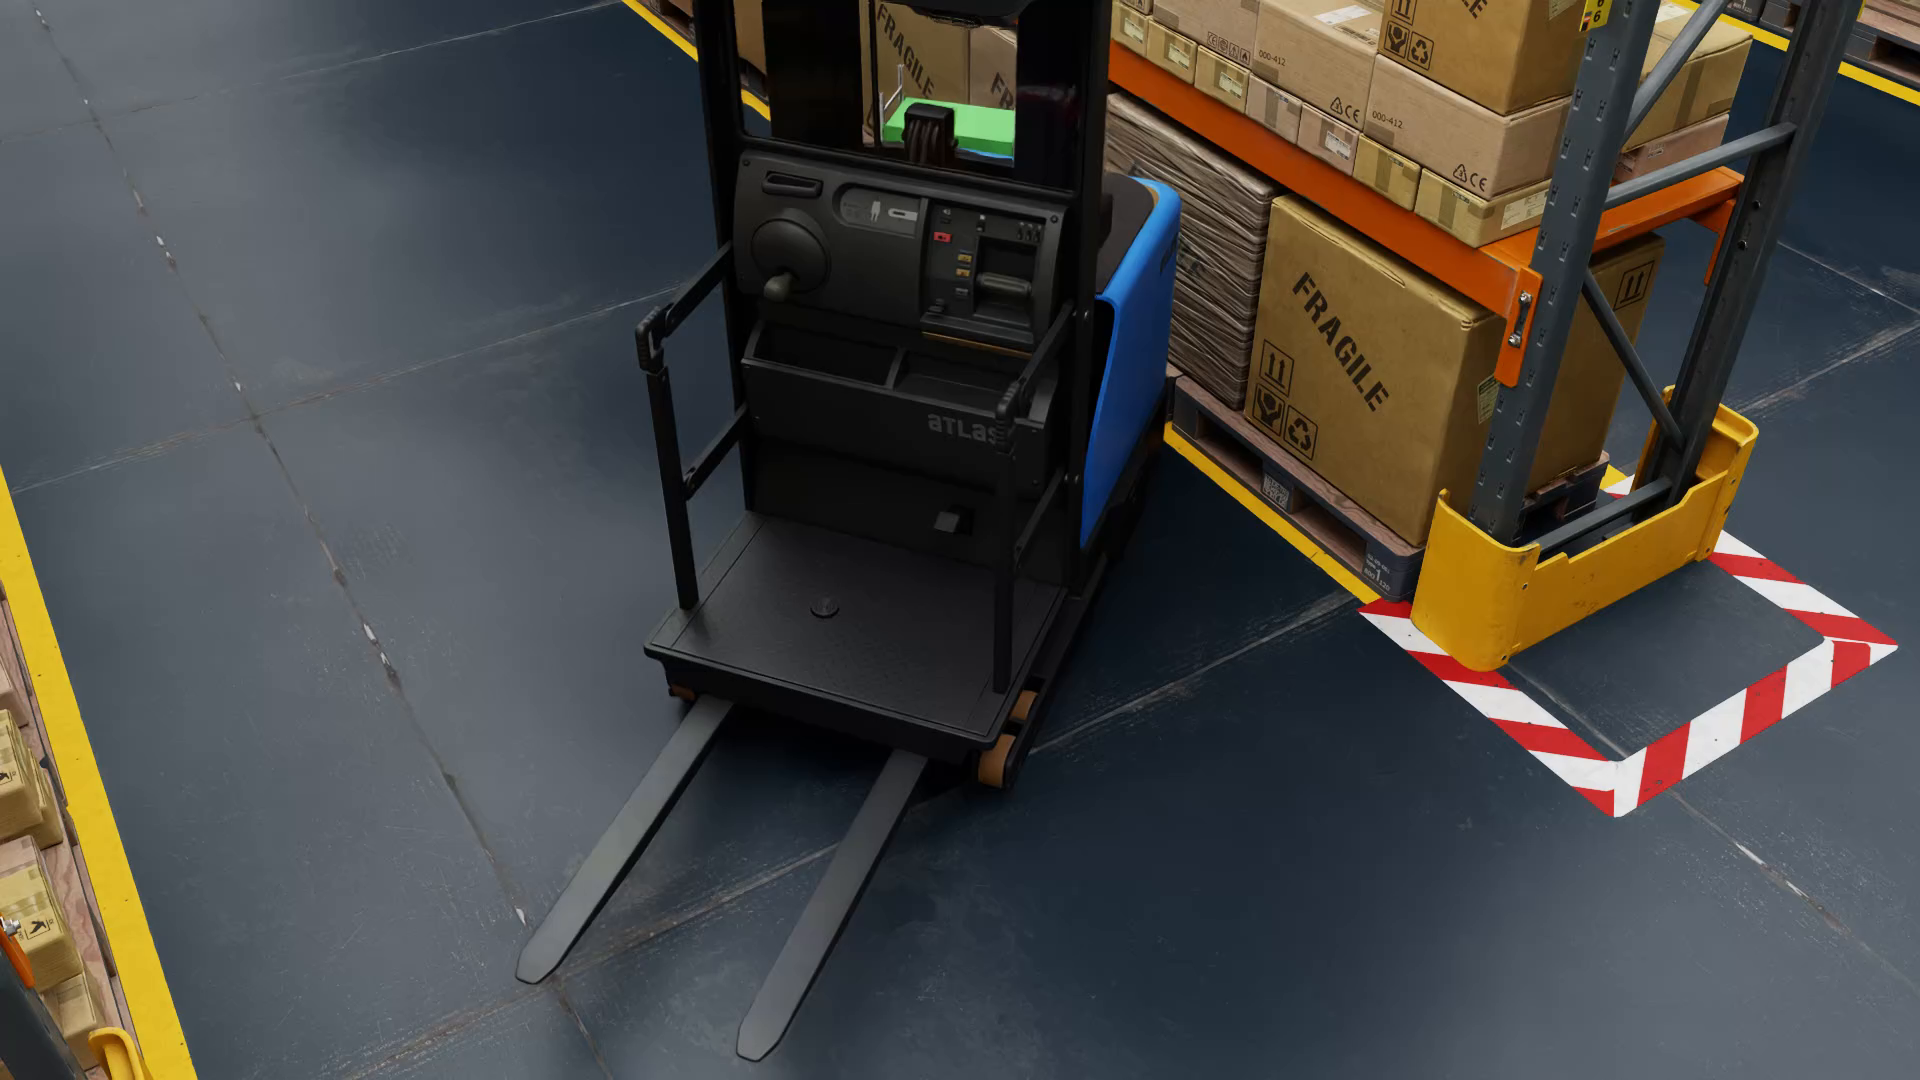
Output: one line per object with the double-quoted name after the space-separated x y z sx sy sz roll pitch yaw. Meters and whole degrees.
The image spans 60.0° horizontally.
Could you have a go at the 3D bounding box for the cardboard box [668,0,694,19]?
-0.973 -3.350 8.758 1.225 0.875 0.875 -24 45 -26 "cardboard box"

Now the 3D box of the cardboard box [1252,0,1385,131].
1.263 -1.526 5.123 0.500 0.250 0.500 -23 45 -25 "cardboard box"

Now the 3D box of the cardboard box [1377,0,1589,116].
1.536 -1.542 4.557 0.500 0.500 0.500 -22 44 -24 "cardboard box"

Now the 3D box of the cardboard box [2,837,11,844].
-2.578 0.924 4.197 0.380 0.149 0.250 -22 44 -24 "cardboard box"

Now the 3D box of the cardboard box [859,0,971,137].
0.156 -2.145 7.313 0.875 0.875 0.875 -22 45 -24 "cardboard box"

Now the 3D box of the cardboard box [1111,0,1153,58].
0.729 -1.833 5.802 0.380 0.149 0.250 -21 44 -24 "cardboard box"

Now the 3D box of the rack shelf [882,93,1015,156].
-0.005 -1.432 5.881 0.480 0.148 0.258 11 41 13 "rack shelf"

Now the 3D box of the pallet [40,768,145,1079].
-2.665 1.207 4.136 1.003 0.211 1.213 -22 45 -24 "pallet"

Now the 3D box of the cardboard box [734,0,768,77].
-0.492 -2.868 8.180 1.225 0.875 0.875 -22 45 -24 "cardboard box"

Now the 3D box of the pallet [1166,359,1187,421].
0.872 -1.016 6.805 1.003 0.211 1.213 -22 45 -24 "pallet"

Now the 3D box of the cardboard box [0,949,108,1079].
-2.228 1.169 3.903 0.380 0.149 0.250 -21 44 -24 "cardboard box"

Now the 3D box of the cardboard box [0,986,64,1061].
-2.282 1.076 3.782 0.380 0.149 0.250 -20 44 -23 "cardboard box"

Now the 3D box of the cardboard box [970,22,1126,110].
0.640 -1.660 6.730 0.875 0.875 0.875 -22 45 -24 "cardboard box"

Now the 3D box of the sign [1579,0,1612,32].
1.555 -1.382 3.975 0.100 0.325 0.005 -22 45 -24 "sign"

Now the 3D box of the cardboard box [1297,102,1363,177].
1.275 -1.284 5.144 0.380 0.149 0.250 -22 45 -24 "cardboard box"

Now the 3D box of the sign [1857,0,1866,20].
2.491 -1.576 4.560 0.100 0.325 0.005 -22 45 -24 "sign"

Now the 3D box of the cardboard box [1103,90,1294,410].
1.119 -1.179 6.154 0.875 0.875 0.875 -22 45 -24 "cardboard box"

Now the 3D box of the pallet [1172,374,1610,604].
1.524 -0.358 6.015 1.003 0.211 1.213 -22 45 -24 "pallet"

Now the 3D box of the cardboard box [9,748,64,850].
-2.623 0.748 4.408 0.380 0.149 0.250 -22 44 -24 "cardboard box"

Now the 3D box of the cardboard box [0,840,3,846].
-2.588 0.807 4.105 0.380 0.149 0.250 -22 44 -24 "cardboard box"

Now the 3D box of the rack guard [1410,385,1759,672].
2.033 -0.052 5.422 1.175 0.500 0.348 -22 45 -24 "rack guard"

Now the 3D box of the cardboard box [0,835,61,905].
-2.382 0.909 3.983 0.380 0.149 0.250 -22 45 -25 "cardboard box"

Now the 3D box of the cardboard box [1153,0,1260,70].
0.989 -1.801 5.452 0.500 0.250 0.500 -24 45 -26 "cardboard box"

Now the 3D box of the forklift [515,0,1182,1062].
-0.251 -0.704 4.306 1.130 2.935 3.031 14 42 16 "forklift"

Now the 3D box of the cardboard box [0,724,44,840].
-2.489 0.646 4.066 0.380 0.149 0.250 -22 45 -25 "cardboard box"

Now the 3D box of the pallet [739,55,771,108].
-0.610 -2.503 8.589 1.003 0.211 1.213 -22 45 -24 "pallet"

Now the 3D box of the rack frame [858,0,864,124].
-0.131 -3.184 7.228 1.000 3.000 0.127 -22 45 -24 "rack frame"

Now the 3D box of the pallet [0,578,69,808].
-3.316 0.549 4.926 1.003 0.211 1.213 -22 45 -24 "pallet"

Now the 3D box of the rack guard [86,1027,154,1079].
-2.257 1.547 3.503 1.175 0.500 0.348 -22 45 -24 "rack guard"

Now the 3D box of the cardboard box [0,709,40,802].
-2.634 0.631 4.316 0.380 0.149 0.250 -21 44 -23 "cardboard box"

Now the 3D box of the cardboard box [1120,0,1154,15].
0.706 -2.080 5.788 0.500 0.250 0.500 -22 45 -24 "cardboard box"

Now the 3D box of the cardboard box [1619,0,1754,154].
1.989 -1.434 5.012 0.500 0.250 0.500 -23 45 -25 "cardboard box"

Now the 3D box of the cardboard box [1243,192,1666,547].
1.608 -0.688 5.564 0.875 0.875 0.875 -22 45 -24 "cardboard box"

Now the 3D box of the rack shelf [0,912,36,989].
-3.292 -0.175 4.179 1.077 0.370 4.000 -22 45 -24 "rack shelf"

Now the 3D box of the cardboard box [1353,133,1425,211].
1.409 -1.147 4.980 0.380 0.149 0.250 -22 44 -24 "cardboard box"

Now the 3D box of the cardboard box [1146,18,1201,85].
0.860 -1.698 5.641 0.380 0.149 0.250 -22 45 -24 "cardboard box"

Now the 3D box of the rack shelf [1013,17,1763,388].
0.944 -1.828 6.163 1.077 0.370 4.000 -22 45 -24 "rack shelf"

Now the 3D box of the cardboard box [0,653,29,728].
-2.901 0.479 4.731 0.380 0.149 0.250 -24 46 -26 "cardboard box"

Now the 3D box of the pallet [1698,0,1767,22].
4.473 -3.434 9.706 1.003 0.211 1.213 -22 45 -24 "pallet"

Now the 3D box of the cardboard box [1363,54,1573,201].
1.535 -1.252 4.794 0.500 0.250 0.500 -23 45 -25 "cardboard box"

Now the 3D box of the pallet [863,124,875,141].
0.212 -1.675 7.596 1.003 0.211 1.213 -22 45 -24 "pallet"

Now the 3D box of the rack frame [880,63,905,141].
-0.238 -1.158 6.202 0.015 1.200 0.240 11 41 13 "rack frame"

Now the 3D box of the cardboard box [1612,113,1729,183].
2.107 -1.234 5.084 0.380 0.149 0.250 -22 44 -24 "cardboard box"

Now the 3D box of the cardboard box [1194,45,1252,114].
1.000 -1.558 5.473 0.380 0.149 0.250 -23 45 -25 "cardboard box"

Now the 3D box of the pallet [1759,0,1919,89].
5.133 -2.775 8.915 1.003 0.211 1.213 -22 45 -24 "pallet"

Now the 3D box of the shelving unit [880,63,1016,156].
-0.005 -1.112 6.147 0.503 1.200 0.258 11 41 13 "shelving unit"

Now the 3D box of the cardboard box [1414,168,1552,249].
1.551 -1.007 4.812 0.380 0.149 0.250 -21 44 -24 "cardboard box"

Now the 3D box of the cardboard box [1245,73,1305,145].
1.141 -1.419 5.306 0.380 0.149 0.250 -21 44 -24 "cardboard box"

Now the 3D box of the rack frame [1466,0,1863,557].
2.020 -1.025 4.637 1.000 3.000 0.127 -22 45 -24 "rack frame"

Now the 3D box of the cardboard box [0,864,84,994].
-2.212 0.933 3.721 0.380 0.149 0.250 -24 46 -26 "cardboard box"

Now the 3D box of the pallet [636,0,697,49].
-1.270 -3.162 9.380 1.003 0.211 1.213 -22 45 -24 "pallet"
